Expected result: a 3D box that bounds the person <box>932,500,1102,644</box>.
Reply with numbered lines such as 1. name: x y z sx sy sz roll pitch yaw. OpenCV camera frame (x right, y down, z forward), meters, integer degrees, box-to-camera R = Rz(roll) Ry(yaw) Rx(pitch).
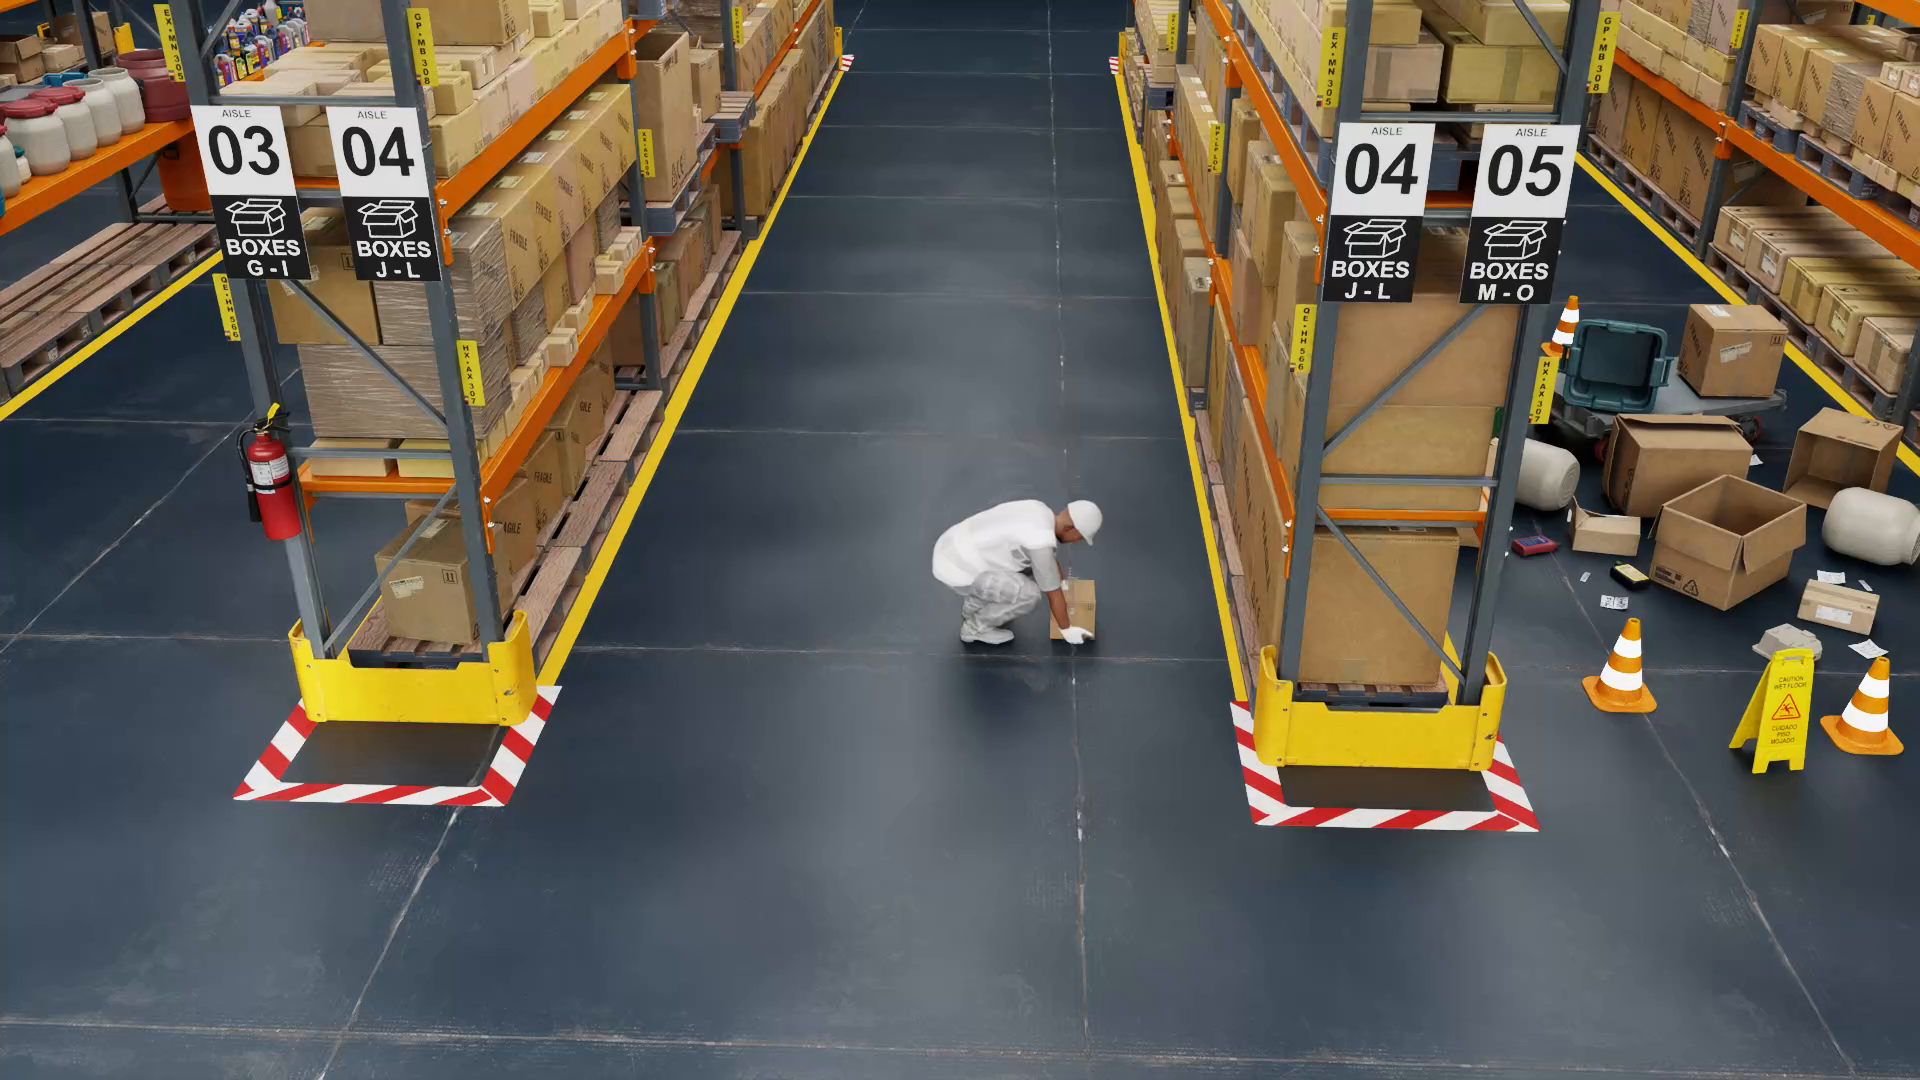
1. person: 0.318 0.183 9.417 0.949 0.873 0.568 1 28 1
